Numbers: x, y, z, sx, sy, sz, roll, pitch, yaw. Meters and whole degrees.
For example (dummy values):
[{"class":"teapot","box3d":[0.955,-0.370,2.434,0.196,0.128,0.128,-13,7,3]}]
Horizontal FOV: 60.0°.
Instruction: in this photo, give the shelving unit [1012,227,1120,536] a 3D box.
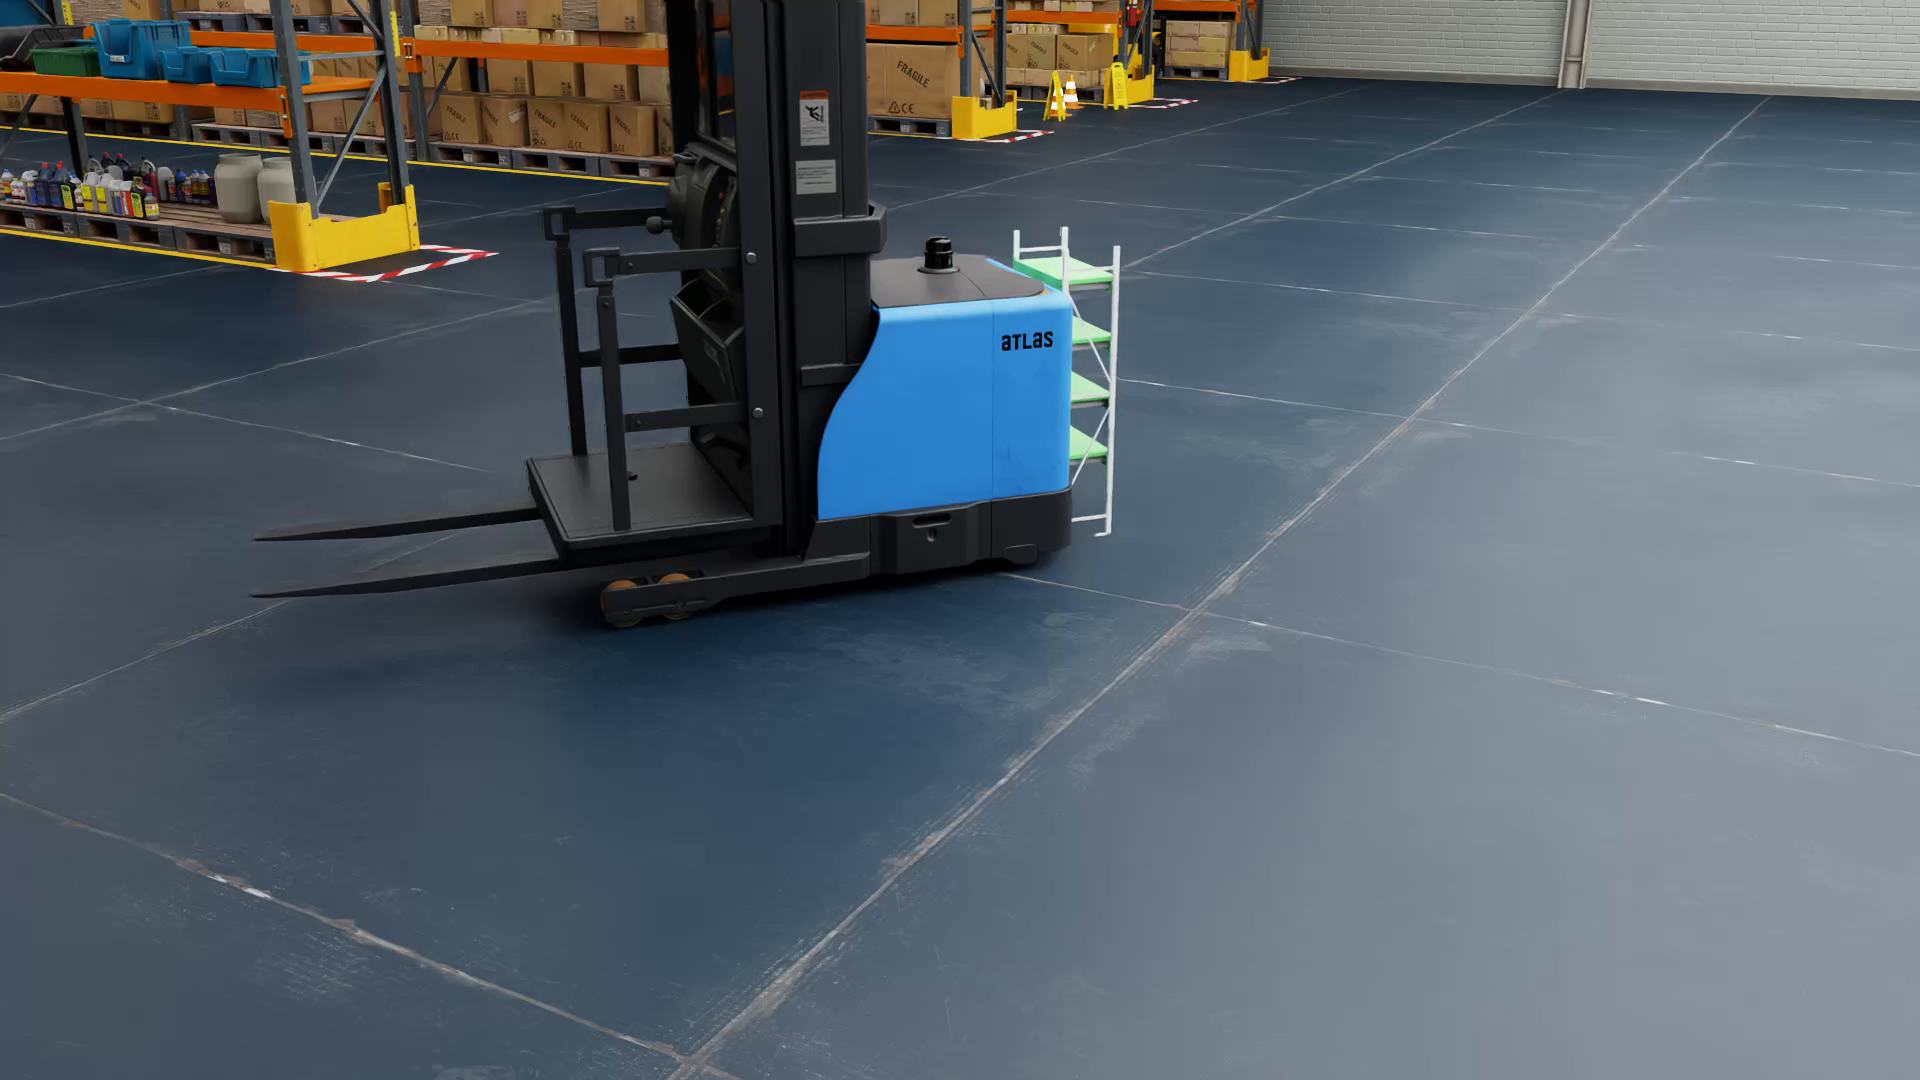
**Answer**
[{"class":"shelving unit","box3d":[0.424,-0.652,6.903,0.258,1.200,0.503,-8,21,-20]}]

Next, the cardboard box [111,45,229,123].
[{"class":"cardboard box","box3d":[-9.794,-5.721,20.738,0.875,0.875,1.225,10,22,25]}]

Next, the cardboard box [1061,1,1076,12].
[{"class":"cardboard box","box3d":[1.696,-7.960,24.779,0.250,0.149,0.380,10,22,26]}]

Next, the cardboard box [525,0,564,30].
[{"class":"cardboard box","box3d":[-4.026,-5.588,17.288,0.500,0.500,0.875,11,23,27]}]

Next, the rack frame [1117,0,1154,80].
[{"class":"rack frame","box3d":[2.615,-8.021,24.580,0.127,3.000,1.000,11,23,27]}]

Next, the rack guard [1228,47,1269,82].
[{"class":"rack guard","box3d":[5.054,-8.321,29.070,0.348,0.500,1.175,11,23,27]}]

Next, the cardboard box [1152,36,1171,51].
[{"class":"cardboard box","box3d":[3.562,-8.794,29.392,0.500,0.250,0.500,10,22,26]}]

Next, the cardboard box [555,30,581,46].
[{"class":"cardboard box","box3d":[-3.928,-5.157,17.052,0.250,0.149,0.380,11,23,27]}]

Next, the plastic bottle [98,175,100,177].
[{"class":"plastic bottle","box3d":[-7.037,-2.877,13.746,0.135,0.276,0.152,11,23,27]}]

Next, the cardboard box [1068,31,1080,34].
[{"class":"cardboard box","box3d":[1.566,-7.585,25.692,0.500,0.500,0.500,10,22,25]}]

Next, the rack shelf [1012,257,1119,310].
[{"class":"rack shelf","box3d":[0.424,-1.043,6.761,0.258,0.148,0.480,-8,21,-20]}]

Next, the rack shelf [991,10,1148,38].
[{"class":"rack shelf","box3d":[0.869,-8.016,25.619,4.000,0.370,1.077,11,23,27]}]

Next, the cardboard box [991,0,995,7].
[{"class":"cardboard box","box3d":[0.588,-8.172,25.362,0.250,0.149,0.380,11,23,27]}]

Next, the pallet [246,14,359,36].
[{"class":"pallet","box3d":[-7.454,-5.994,19.273,1.213,0.211,1.003,11,23,27]}]

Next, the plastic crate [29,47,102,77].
[{"class":"plastic crate","box3d":[-7.078,-3.853,13.398,0.662,0.188,0.450,11,23,27]}]

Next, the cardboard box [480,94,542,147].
[{"class":"cardboard box","box3d":[-4.876,-4.587,18.163,0.500,0.500,0.500,-17,26,-39]}]

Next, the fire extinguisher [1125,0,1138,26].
[{"class":"fire extinguisher","box3d":[2.491,-7.829,24.162,0.183,0.674,0.296,11,23,27]}]

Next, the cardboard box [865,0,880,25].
[{"class":"cardboard box","box3d":[-0.975,-6.865,21.172,0.550,0.550,0.875,11,23,27]}]

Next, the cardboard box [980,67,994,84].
[{"class":"cardboard box","box3d":[0.443,-7.240,25.842,0.500,0.250,0.500,10,22,27]}]

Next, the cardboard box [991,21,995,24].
[{"class":"cardboard box","box3d":[0.406,-9.461,31.414,0.625,0.625,0.875,11,22,27]}]

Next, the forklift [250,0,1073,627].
[{"class":"forklift","box3d":[-1.128,-1.266,6.058,3.031,2.935,1.130,-7,21,-19]}]

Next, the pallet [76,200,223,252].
[{"class":"pallet","box3d":[-6.490,-2.624,13.791,1.213,0.211,1.003,11,23,27]}]

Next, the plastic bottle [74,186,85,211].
[{"class":"plastic bottle","box3d":[-7.222,-2.810,13.672,0.097,0.201,0.097,0,20,0]}]

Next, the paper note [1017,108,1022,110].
[{"class":"paper note","box3d":[0.819,-6.190,23.886,0.142,0.019,0.148,3,20,9]}]

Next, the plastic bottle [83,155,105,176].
[{"class":"plastic bottle","box3d":[-7.493,-3.159,14.415,0.185,0.351,0.144,11,23,27]}]

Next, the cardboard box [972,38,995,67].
[{"class":"cardboard box","box3d":[0.432,-7.593,25.716,0.500,0.500,0.500,12,23,30]}]

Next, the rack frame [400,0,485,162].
[{"class":"rack frame","box3d":[-5.710,-5.736,18.280,0.127,3.000,1.000,11,23,27]}]

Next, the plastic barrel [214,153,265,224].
[{"class":"plastic barrel","box3d":[-5.682,-2.795,13.203,0.421,0.512,0.421,0,20,0]}]

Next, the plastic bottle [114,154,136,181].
[{"class":"plastic bottle","box3d":[-7.255,-3.170,14.446,0.185,0.351,0.144,10,22,25]}]

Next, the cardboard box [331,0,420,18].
[{"class":"cardboard box","box3d":[-6.335,-6.390,18.586,1.000,1.000,1.000,11,23,28]}]

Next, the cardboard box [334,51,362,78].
[{"class":"cardboard box","box3d":[-9.208,-7.260,25.529,0.500,0.500,0.500,12,23,30]}]

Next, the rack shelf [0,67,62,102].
[{"class":"rack shelf","box3d":[-9.871,-4.256,15.255,4.000,0.370,1.077,11,23,27]}]

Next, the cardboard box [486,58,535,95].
[{"class":"cardboard box","box3d":[-6.207,-6.873,24.098,0.750,0.750,1.050,10,22,27]}]

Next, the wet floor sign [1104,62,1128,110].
[{"class":"wet floor sign","box3d":[2.259,-6.565,24.016,0.267,0.644,0.232,-16,26,-38]}]

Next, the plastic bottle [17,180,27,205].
[{"class":"plastic bottle","box3d":[-7.883,-2.936,14.019,0.097,0.201,0.097,0,20,0]}]

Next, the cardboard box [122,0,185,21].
[{"class":"cardboard box","box3d":[-9.753,-6.457,20.120,0.500,0.500,0.500,12,23,29]}]

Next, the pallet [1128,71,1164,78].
[{"class":"pallet","box3d":[3.284,-8.507,30.007,1.213,0.211,1.003,11,23,27]}]

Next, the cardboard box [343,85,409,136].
[{"class":"cardboard box","box3d":[-6.642,-4.962,19.165,0.500,0.500,0.700,11,22,27]}]

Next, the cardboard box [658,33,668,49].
[{"class":"cardboard box","box3d":[-2.785,-4.981,16.566,0.250,0.149,0.380,11,23,27]}]

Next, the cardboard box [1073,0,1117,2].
[{"class":"cardboard box","box3d":[2.007,-8.217,24.535,0.500,0.500,0.500,10,22,26]}]

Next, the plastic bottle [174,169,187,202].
[{"class":"plastic bottle","box3d":[-6.627,-3.023,14.155,0.097,0.271,0.097,0,20,0]}]

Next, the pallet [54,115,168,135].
[{"class":"pallet","box3d":[-10.914,-5.448,21.573,1.213,0.211,1.003,11,23,27]}]

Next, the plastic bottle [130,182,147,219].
[{"class":"plastic bottle","box3d":[-6.561,-2.716,13.291,0.133,0.283,0.061,11,23,29]}]

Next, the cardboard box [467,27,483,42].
[{"class":"cardboard box","box3d":[-5.002,-5.376,17.654,0.250,0.149,0.380,11,23,27]}]

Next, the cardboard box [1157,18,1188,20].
[{"class":"cardboard box","box3d":[3.836,-9.179,29.722,0.500,0.250,0.500,11,22,27]}]

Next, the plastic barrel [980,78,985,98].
[{"class":"plastic barrel","box3d":[0.074,-6.703,24.723,0.512,0.421,0.421,-7,21,-20]}]
